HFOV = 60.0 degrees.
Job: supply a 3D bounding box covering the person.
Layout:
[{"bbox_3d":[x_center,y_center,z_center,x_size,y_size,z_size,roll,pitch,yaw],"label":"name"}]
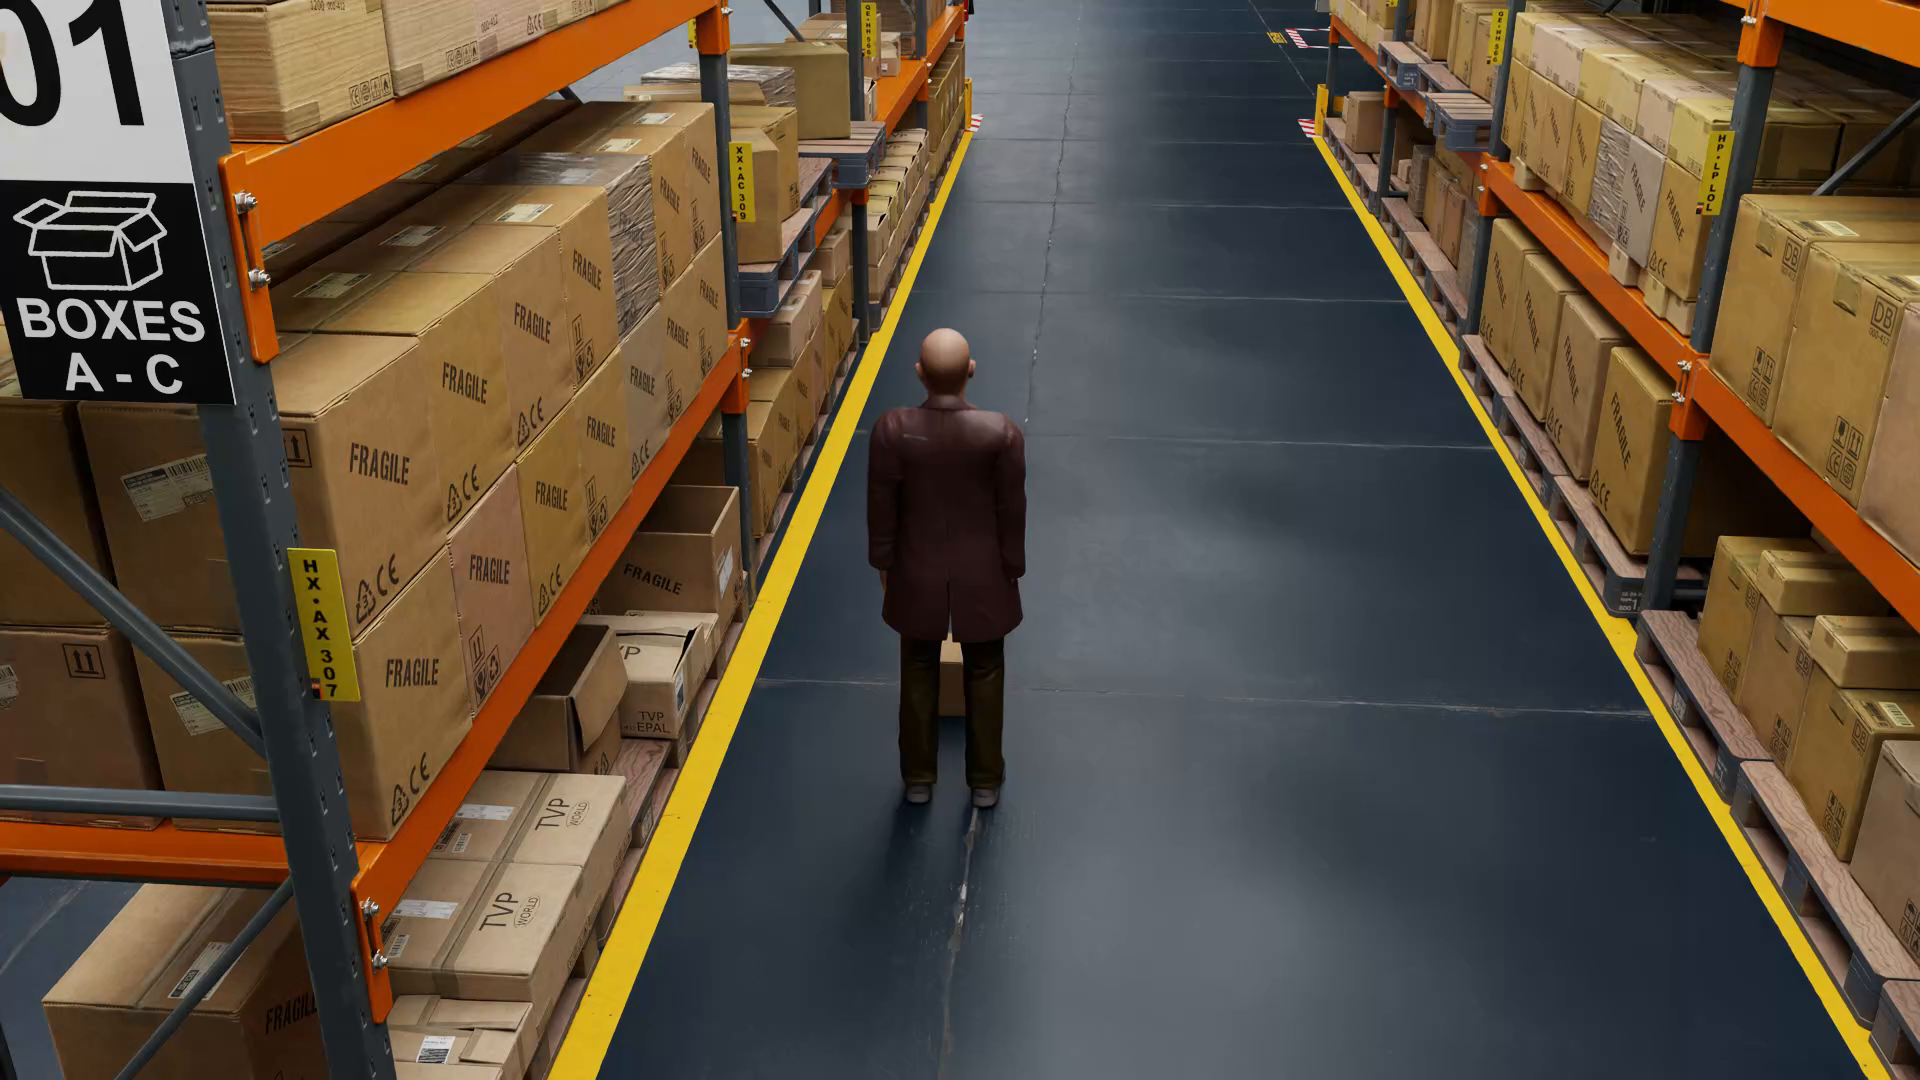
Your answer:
[{"bbox_3d":[-0.046,0.100,5.904,0.562,1.774,0.378,2,24,5],"label":"person"}]
